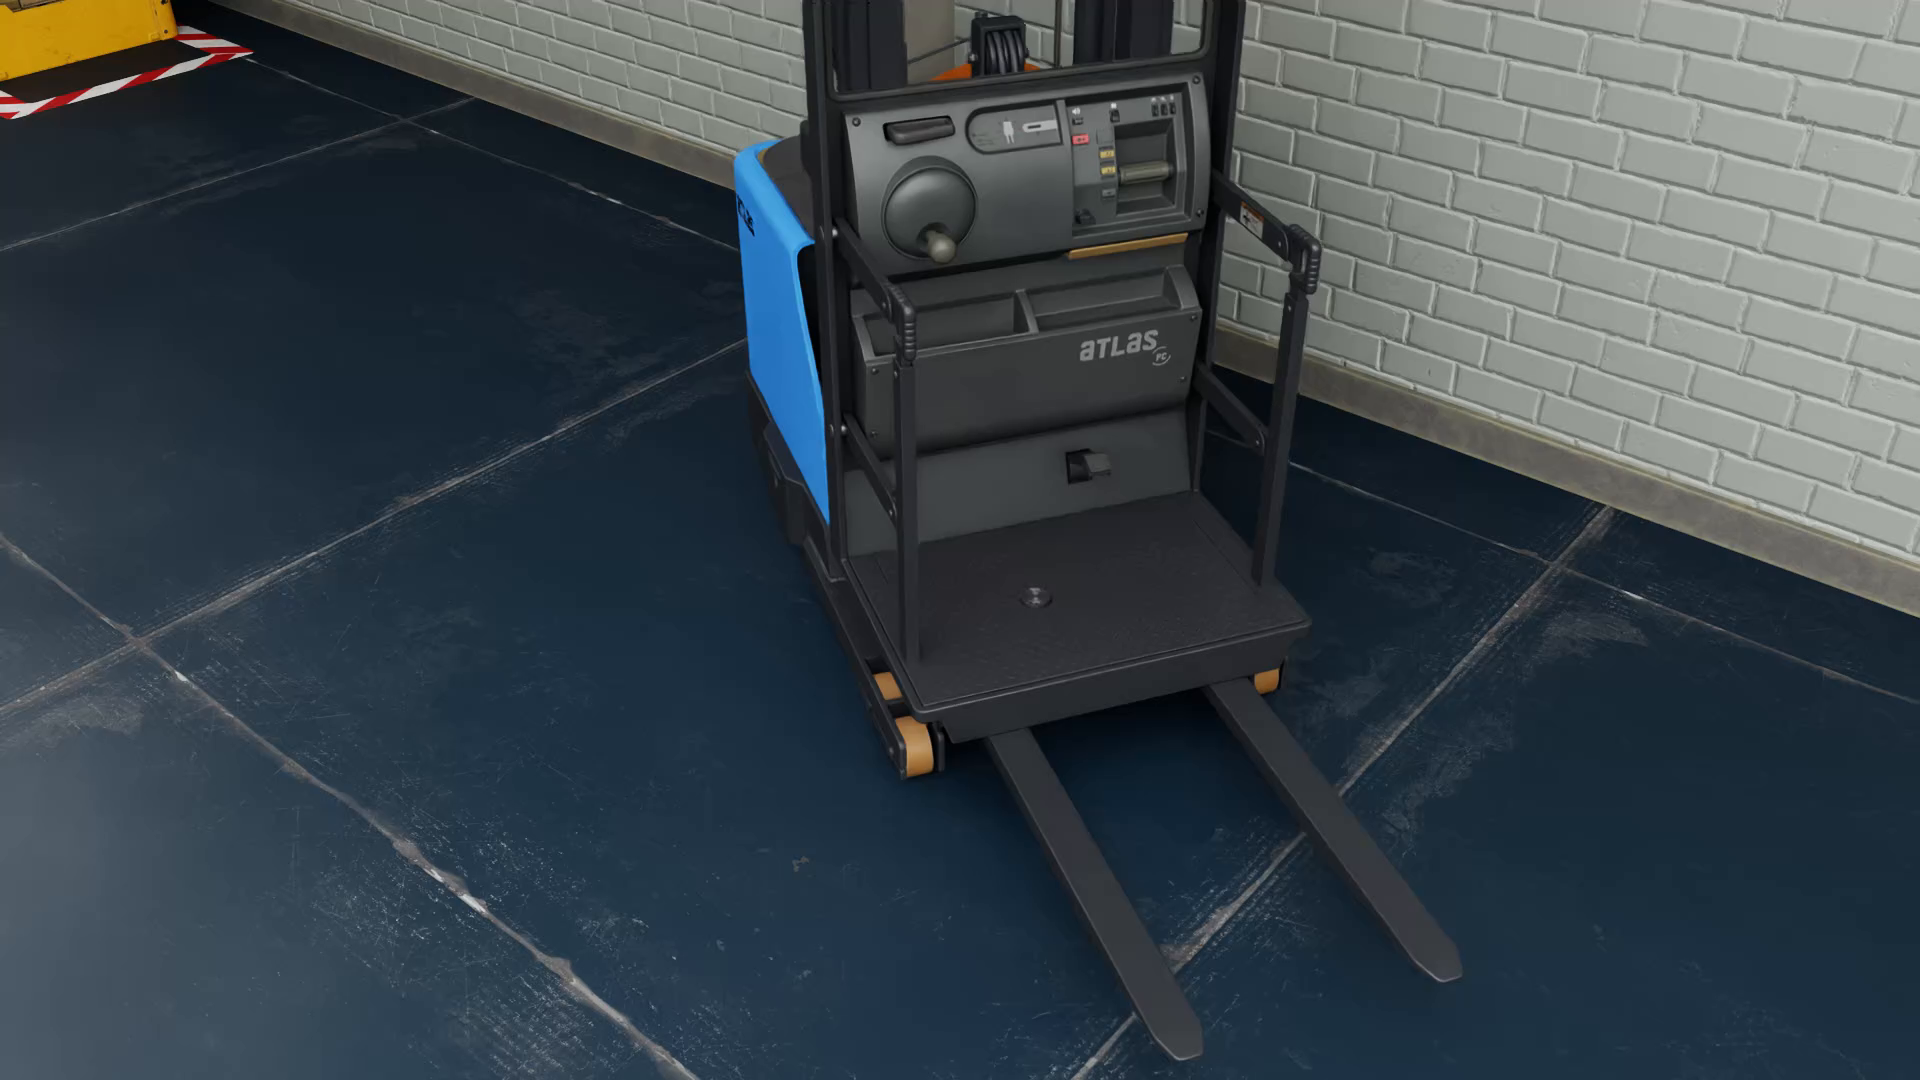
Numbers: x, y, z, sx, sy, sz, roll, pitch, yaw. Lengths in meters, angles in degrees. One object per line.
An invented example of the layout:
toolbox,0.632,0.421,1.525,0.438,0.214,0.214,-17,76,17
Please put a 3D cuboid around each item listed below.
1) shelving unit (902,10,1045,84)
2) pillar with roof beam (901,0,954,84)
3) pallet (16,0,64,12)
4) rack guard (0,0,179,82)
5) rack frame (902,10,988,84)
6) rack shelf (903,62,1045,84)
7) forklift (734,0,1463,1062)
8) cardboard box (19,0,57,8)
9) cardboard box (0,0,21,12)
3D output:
shelving unit,0.328,-1.183,5.979,1.048,1.125,0.538,25,41,31
pillar with roof beam,-3.023,-2.983,1.645,0.400,9.000,9.100,25,42,32
pallet,-5.536,-3.022,9.463,1.213,0.211,1.003,25,42,32
rack guard,-4.903,-2.873,8.992,0.348,0.500,1.175,25,42,32
rack frame,-0.068,-1.364,6.242,0.032,1.125,0.500,25,41,31
rack shelf,0.328,-1.424,5.813,1.000,0.278,0.538,25,41,31
forklift,0.252,-0.850,3.899,1.130,2.935,3.031,-11,36,-16
cardboard box,-5.174,-3.215,9.340,0.500,0.250,0.500,25,42,32
cardboard box,-5.485,-2.985,9.004,0.500,0.250,0.500,26,42,32
